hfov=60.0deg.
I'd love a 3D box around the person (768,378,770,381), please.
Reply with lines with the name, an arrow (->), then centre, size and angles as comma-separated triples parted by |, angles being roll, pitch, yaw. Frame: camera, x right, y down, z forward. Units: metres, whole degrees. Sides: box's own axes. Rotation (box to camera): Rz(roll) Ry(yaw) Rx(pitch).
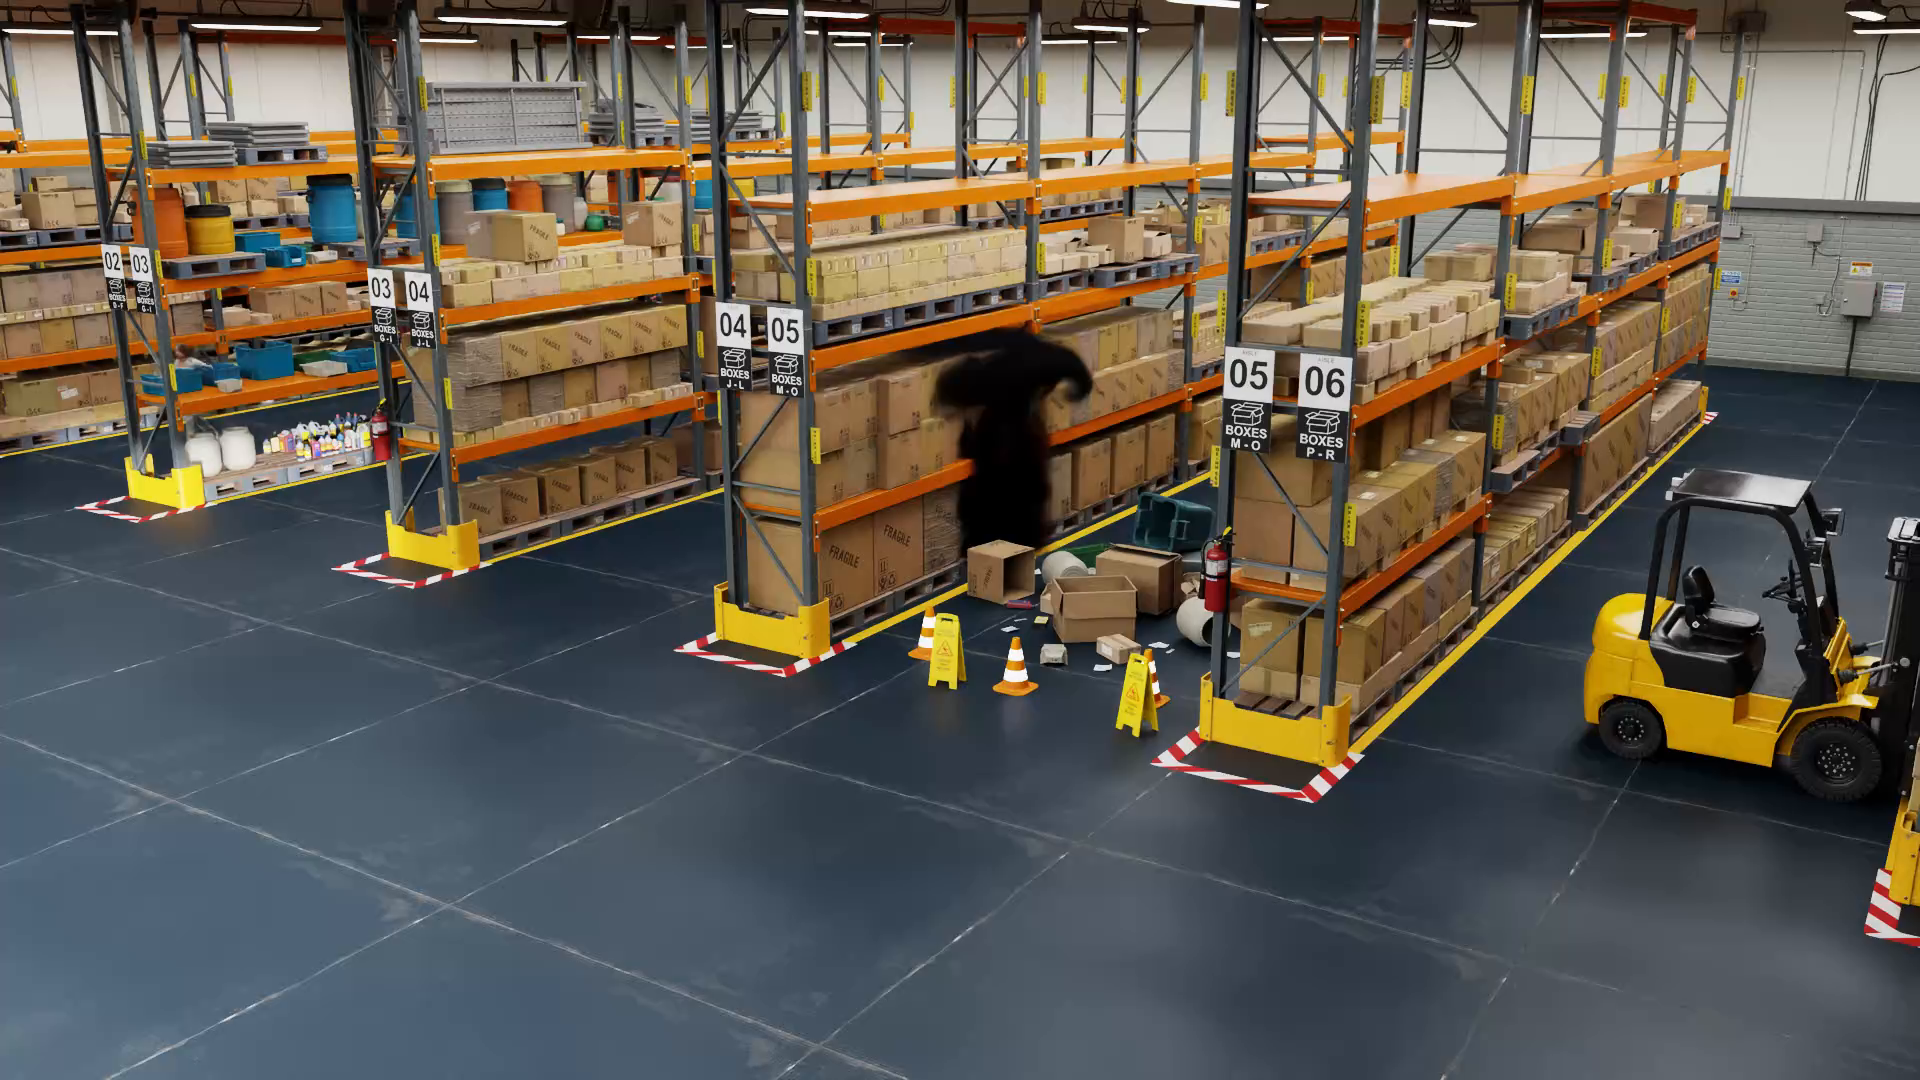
person -> -2.055, -1.211, 19.715 | 0.612, 1.681, 0.905 | 3, 16, 11

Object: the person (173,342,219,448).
person -> -10.738, -1.972, 23.242 | 0.518, 1.588, 0.861 | 5, 16, 17
